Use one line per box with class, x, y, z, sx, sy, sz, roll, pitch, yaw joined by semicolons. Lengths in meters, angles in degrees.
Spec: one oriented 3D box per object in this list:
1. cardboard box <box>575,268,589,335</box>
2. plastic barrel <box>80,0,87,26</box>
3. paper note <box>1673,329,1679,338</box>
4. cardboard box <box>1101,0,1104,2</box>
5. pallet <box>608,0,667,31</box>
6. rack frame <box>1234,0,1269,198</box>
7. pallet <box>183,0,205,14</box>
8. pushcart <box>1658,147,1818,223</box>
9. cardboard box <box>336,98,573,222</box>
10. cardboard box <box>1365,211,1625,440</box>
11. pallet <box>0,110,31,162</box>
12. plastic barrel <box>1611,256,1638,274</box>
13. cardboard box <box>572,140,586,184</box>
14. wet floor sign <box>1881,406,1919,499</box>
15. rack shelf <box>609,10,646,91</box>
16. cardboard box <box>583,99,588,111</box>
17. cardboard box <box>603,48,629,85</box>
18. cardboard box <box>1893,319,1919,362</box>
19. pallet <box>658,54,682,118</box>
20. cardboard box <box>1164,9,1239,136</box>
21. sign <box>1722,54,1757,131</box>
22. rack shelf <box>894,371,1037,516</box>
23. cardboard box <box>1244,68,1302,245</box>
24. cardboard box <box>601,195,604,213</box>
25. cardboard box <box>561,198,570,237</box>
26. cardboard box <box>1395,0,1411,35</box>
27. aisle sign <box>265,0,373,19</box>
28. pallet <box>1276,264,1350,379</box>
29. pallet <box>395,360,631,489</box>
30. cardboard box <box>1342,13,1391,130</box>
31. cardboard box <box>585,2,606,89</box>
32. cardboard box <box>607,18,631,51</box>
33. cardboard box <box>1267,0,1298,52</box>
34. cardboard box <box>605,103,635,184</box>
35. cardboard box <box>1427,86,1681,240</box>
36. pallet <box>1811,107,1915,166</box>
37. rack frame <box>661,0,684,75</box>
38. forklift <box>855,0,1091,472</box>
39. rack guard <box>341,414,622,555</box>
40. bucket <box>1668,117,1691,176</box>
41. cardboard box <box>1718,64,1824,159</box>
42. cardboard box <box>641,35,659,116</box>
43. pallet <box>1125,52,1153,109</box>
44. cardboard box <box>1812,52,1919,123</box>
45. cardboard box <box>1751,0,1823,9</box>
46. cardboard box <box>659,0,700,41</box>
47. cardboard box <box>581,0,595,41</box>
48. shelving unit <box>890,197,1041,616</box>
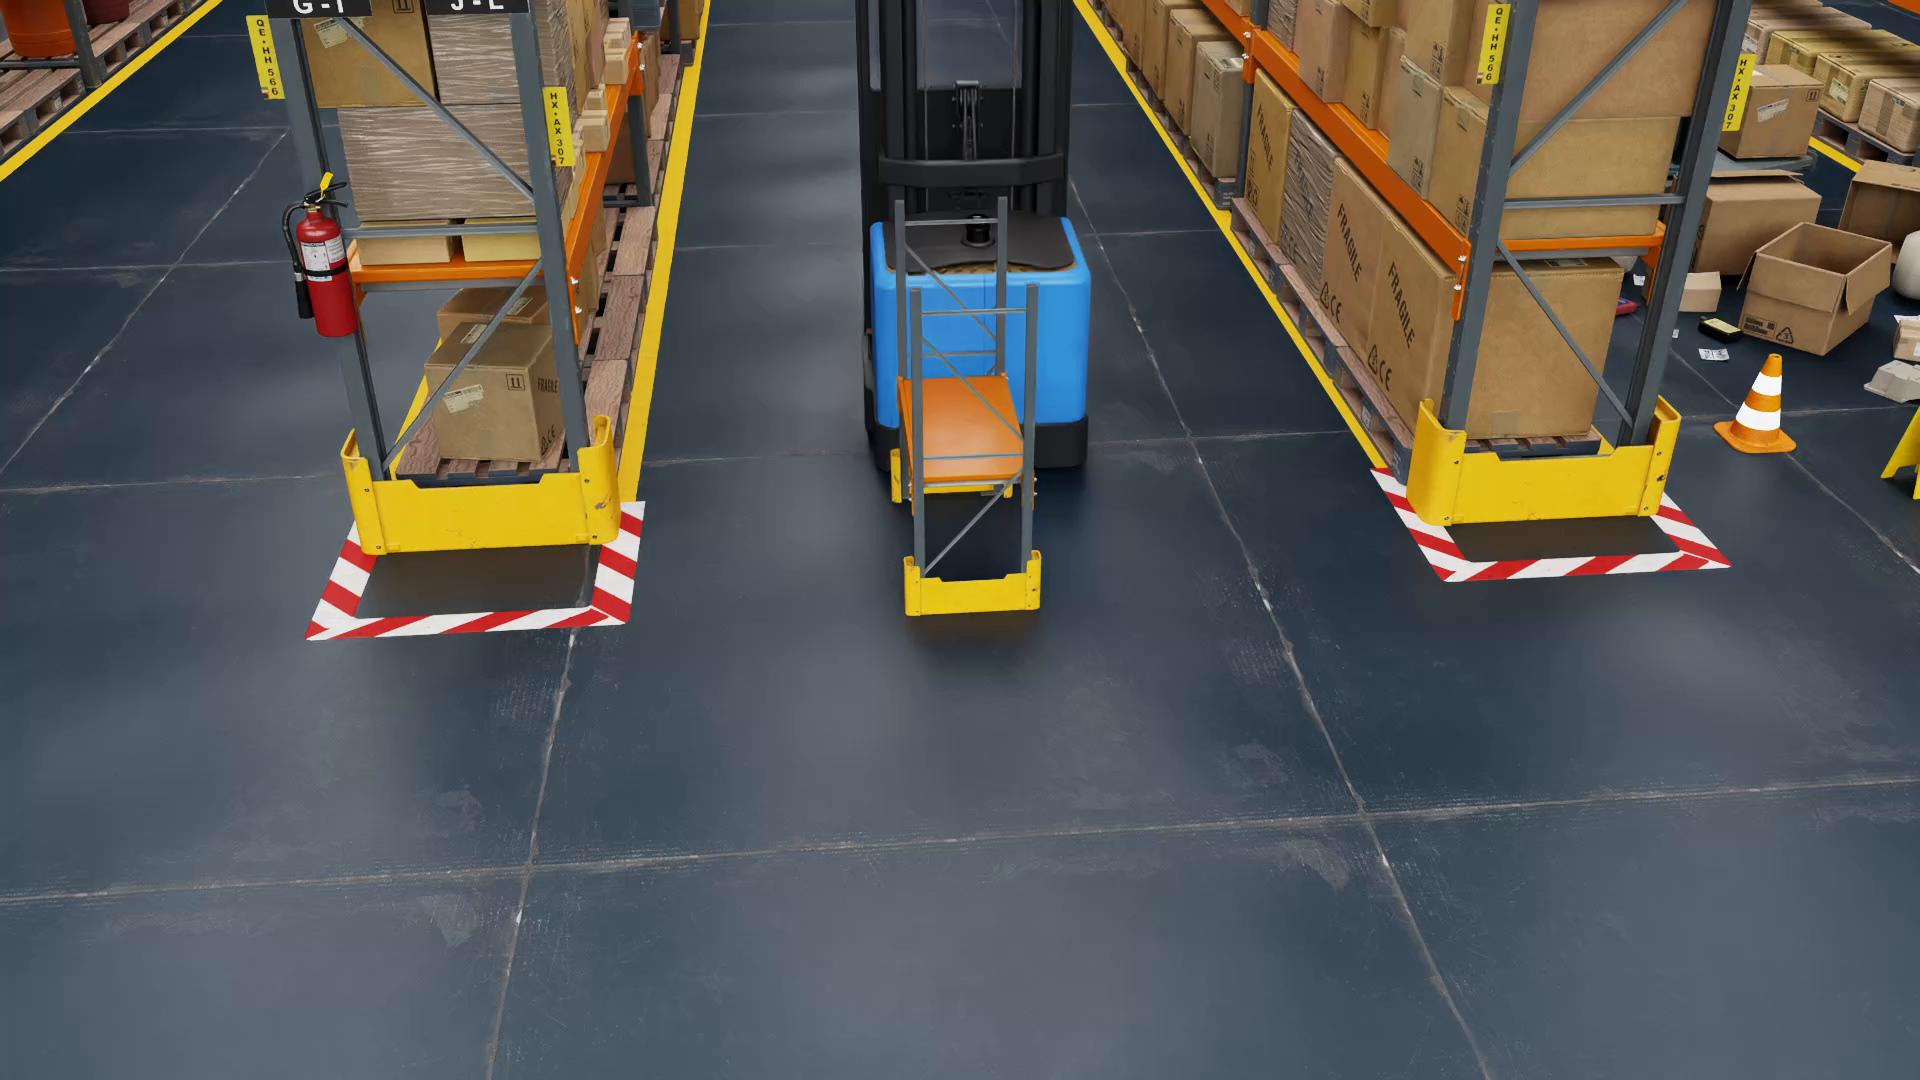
cardboard box;-2.358;-1.344;9.104;0.500;0.500;0.500;0;31;0
plastic barrel;-8.069;-4.786;14.854;0.421;0.512;0.421;0;31;0
paper note;4.202;-1.214;9.772;0.032;0.001;0.123;13;33;21
cardboard box;1.582;-5.529;16.110;0.500;0.500;0.500;-4;31;-7
pallet;-2.487;-3.651;11.124;1.003;0.211;1.213;-3;31;-5
rack frame;2.388;-3.522;10.721;1.000;3.000;0.127;-3;31;-5
pallet;-8.208;-5.590;16.903;1.003;0.211;1.213;-3;31;-5
pushcart;5.041;-2.550;11.651;1.648;0.377;0.936;-14;33;-22
cardboard box;-2.210;-1.746;7.361;0.875;0.500;0.500;-3;31;-5
cardboard box;2.632;-1.091;8.313;0.875;0.875;0.875;-3;31;-4
pallet;-7.720;-2.925;12.441;1.003;0.211;1.213;-3;31;-5
plastic barrel;4.021;-1.910;10.535;0.512;0.421;0.421;20;36;29
cardboard box;-2.049;-1.854;8.174;0.380;0.149;0.250;-3;31;-5
wet floor sign;4.736;-0.549;8.040;0.267;0.644;0.232;-8;32;-13
rack shelf;-2.747;-4.048;12.304;1.077;0.370;4.000;-3;31;-5
cardboard box;-2.175;-2.234;8.811;0.380;0.149;0.250;-3;31;-5
cardboard box;-2.135;-2.751;9.676;0.380;0.149;0.250;-3;31;-5
cardboard box;5.547;-1.117;9.474;0.380;0.149;0.250;13;33;21
pallet;-2.862;-3.782;13.876;1.003;0.211;1.213;-3;31;-5
cardboard box;2.154;-3.542;12.538;1.050;0.750;0.750;-3;31;-5
sign;3.315;-1.909;7.099;0.100;0.325;0.005;-3;31;-5
rack shelf;0.008;-0.446;7.385;0.538;0.185;1.000;-3;31;-5
cardboard box;2.377;-2.465;10.615;0.875;0.875;0.875;-2;31;-4
cardboard box;-2.562;-2.237;10.598;0.500;0.500;0.500;-4;31;-6
cardboard box;-1.980;-1.471;7.533;0.380;0.149;0.250;-3;31;-5
cardboard box;2.705;-2.768;8.259;0.875;0.550;0.550;-3;31;-5
aisle sign;-2.479;-2.364;6.247;0.394;0.787;0.004;-3;31;-5
pallet;2.498;-1.308;9.735;1.003;0.211;1.213;-3;31;-5
pallet;-2.234;-0.552;8.468;1.003;0.211;1.213;-3;31;-5
cardboard box;2.591;-2.572;8.984;0.875;0.550;0.500;-3;31;-5
cardboard box;-2.421;-2.766;9.069;0.875;0.500;0.500;-3;31;-5
cardboard box;-2.247;-3.132;10.314;0.380;0.149;0.250;-3;31;-5
cardboard box;2.434;-3.398;10.368;0.875;0.550;0.550;-3;31;-5
cardboard box;-2.596;-2.766;11.464;0.700;0.500;0.500;-5;31;-8
cardboard box;2.682;-1.731;7.577;0.875;0.550;0.550;-3;31;-5
pallet;7.232;-3.011;12.585;1.003;0.211;1.213;-3;31;-5
rack frame;-2.934;-5.378;13.829;1.000;3.000;0.127;-3;31;-5
forklift;0.002;-2.315;8.767;1.130;2.935;3.031;-2;31;-4
rack guard;-2.193;-0.259;7.696;1.175;0.500;0.348;-3;31;-5
bucket;4.696;-2.810;11.239;0.726;0.611;0.620;8;22;13
cardboard box;5.537;-2.962;11.483;0.500;0.500;0.500;-3;31;-5
cardboard box;-2.727;-3.581;12.829;0.700;0.500;0.500;0;31;0
pallet;2.013;-3.961;14.175;1.003;0.211;1.213;-3;31;-5
cardboard box;7.185;-3.497;12.833;0.950;0.372;0.625;-1;31;-1
cardboard box;6.976;-4.616;14.706;0.950;0.372;0.625;-5;31;-8
cardboard box;-2.977;-4.999;14.857;1.225;0.875;0.875;-4;31;-7
cardboard box;-2.054;-2.698;7.979;0.500;0.500;0.500;-3;31;-5
shelving unit;0.007;-0.605;7.300;0.587;1.500;1.083;-3;31;-5
